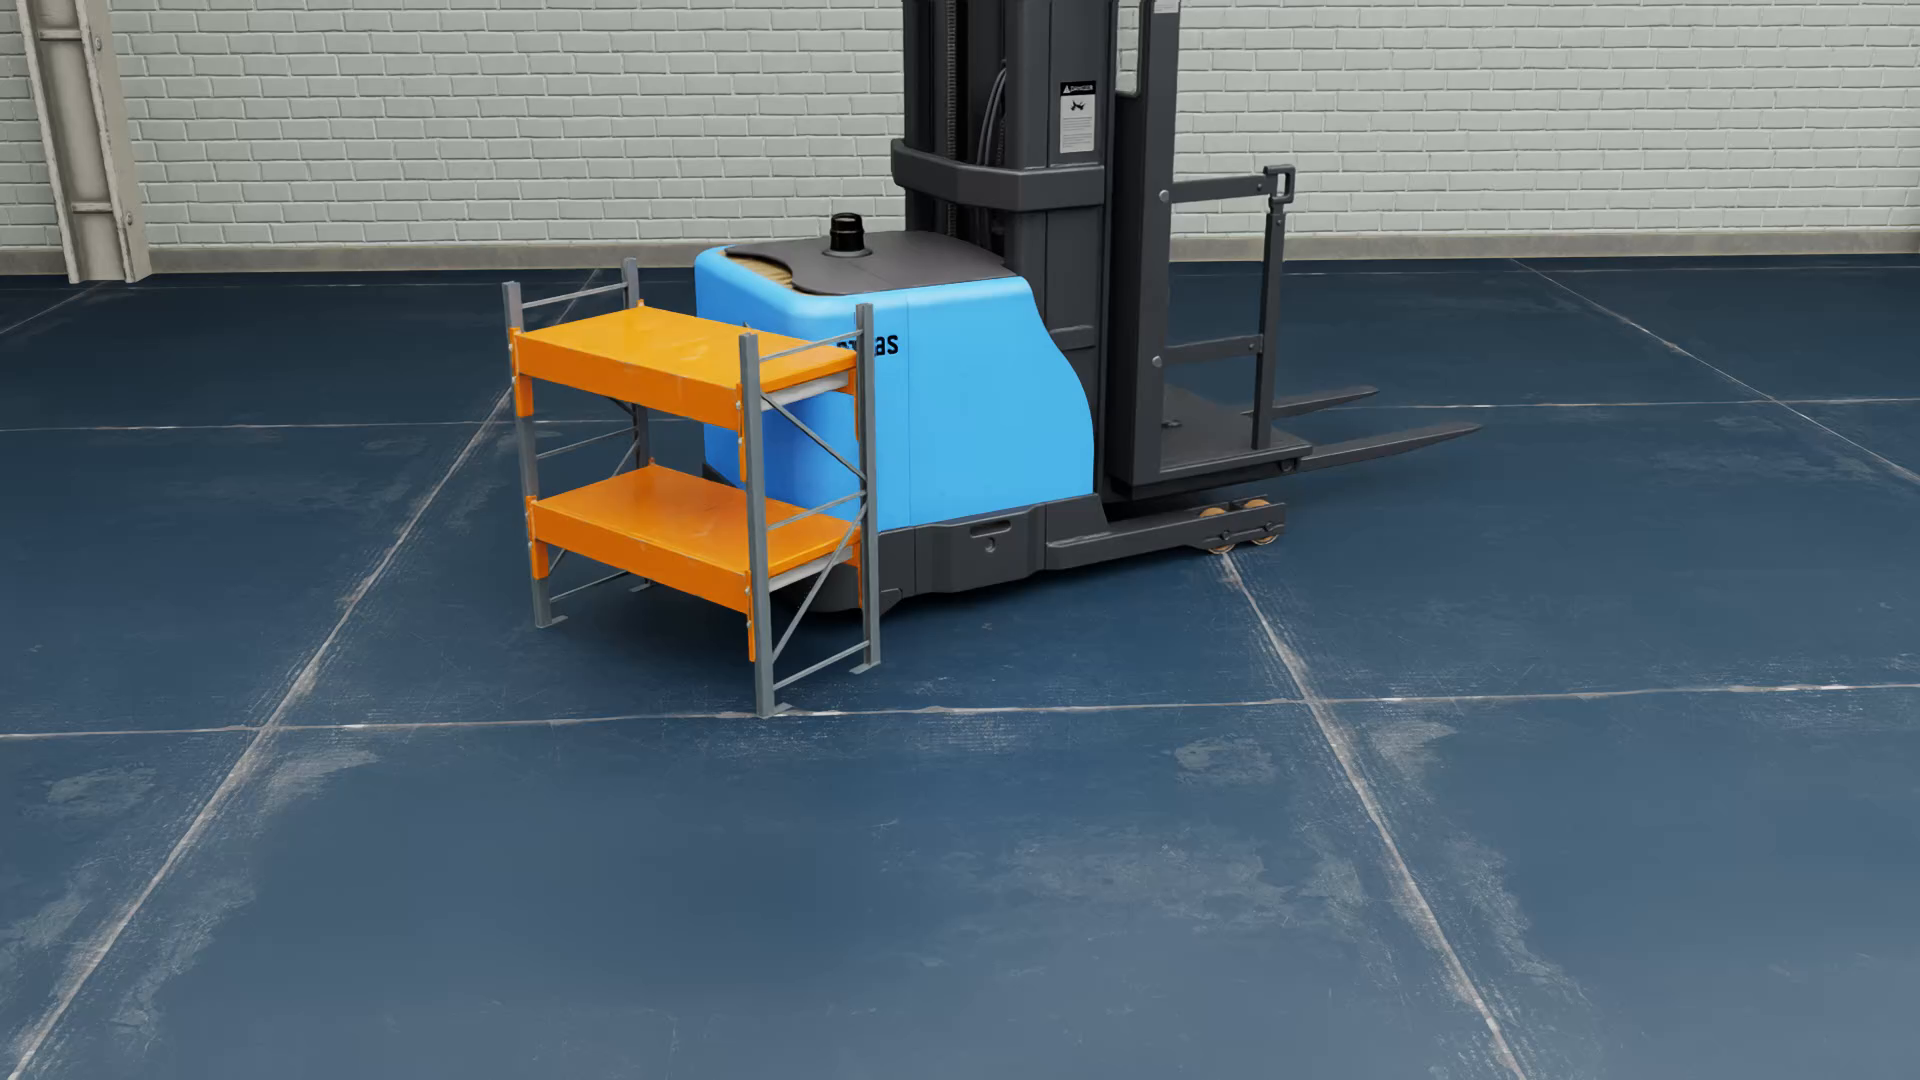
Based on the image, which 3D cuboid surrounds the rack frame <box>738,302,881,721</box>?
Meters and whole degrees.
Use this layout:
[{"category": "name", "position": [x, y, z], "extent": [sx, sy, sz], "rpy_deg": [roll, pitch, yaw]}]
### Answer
[{"category": "rack frame", "position": [-0.415, -0.080, 4.751], "extent": [0.032, 1.125, 0.500], "rpy_deg": [16, 26, 36]}]

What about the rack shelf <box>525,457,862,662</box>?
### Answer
[{"category": "rack shelf", "position": [-0.809, 0.034, 5.138], "extent": [1.000, 0.278, 0.538], "rpy_deg": [16, 26, 36]}]

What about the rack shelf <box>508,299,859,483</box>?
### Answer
[{"category": "rack shelf", "position": [-0.809, -0.468, 4.947], "extent": [1.000, 0.278, 0.538], "rpy_deg": [16, 26, 36]}]

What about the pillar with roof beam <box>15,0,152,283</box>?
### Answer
[{"category": "pillar with roof beam", "position": [-5.082, -4.324, 4.831], "extent": [0.400, 9.000, 9.100], "rpy_deg": [-1, 21, -3]}]

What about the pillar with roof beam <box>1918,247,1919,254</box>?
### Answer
[{"category": "pillar with roof beam", "position": [6.898, -4.568, 5.471], "extent": [0.400, 9.000, 9.100], "rpy_deg": [-1, 21, -3]}]

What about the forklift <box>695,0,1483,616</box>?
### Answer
[{"category": "forklift", "position": [0.615, -1.473, 5.871], "extent": [3.031, 2.935, 1.130], "rpy_deg": [-11, 23, -26]}]

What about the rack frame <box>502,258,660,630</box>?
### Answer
[{"category": "rack frame", "position": [-1.204, -0.309, 5.351], "extent": [0.032, 1.125, 0.500], "rpy_deg": [16, 26, 36]}]

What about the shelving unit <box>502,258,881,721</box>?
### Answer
[{"category": "shelving unit", "position": [-0.809, -0.195, 5.051], "extent": [1.048, 1.125, 0.538], "rpy_deg": [16, 26, 36]}]
